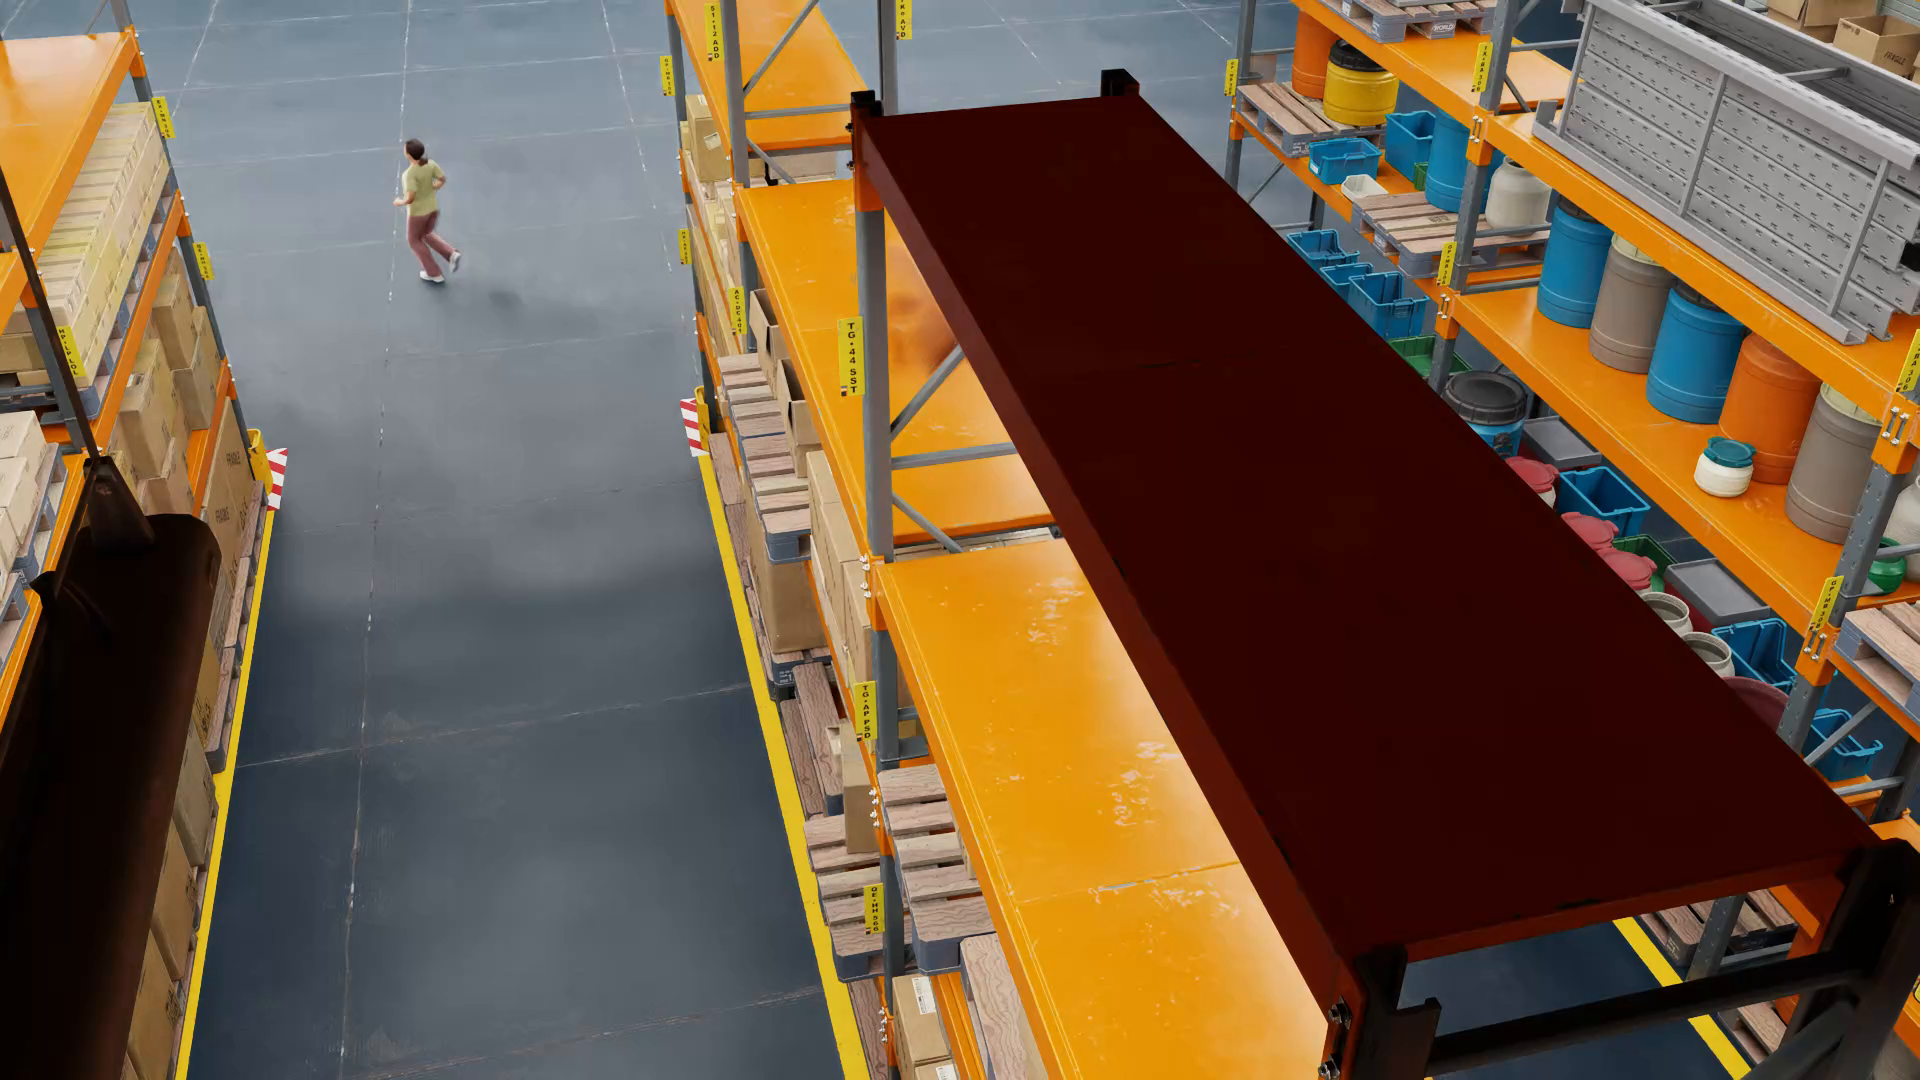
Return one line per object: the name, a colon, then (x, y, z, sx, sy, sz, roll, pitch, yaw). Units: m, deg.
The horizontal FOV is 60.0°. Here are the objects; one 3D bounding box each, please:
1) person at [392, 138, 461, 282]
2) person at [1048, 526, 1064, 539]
person: (-5.739, -3.517, 17.790, 0.515, 1.619, 0.578, 14, 37, 20)
person: (0.755, -0.201, 12.871, 0.581, 1.699, 0.920, -18, 39, -25)
